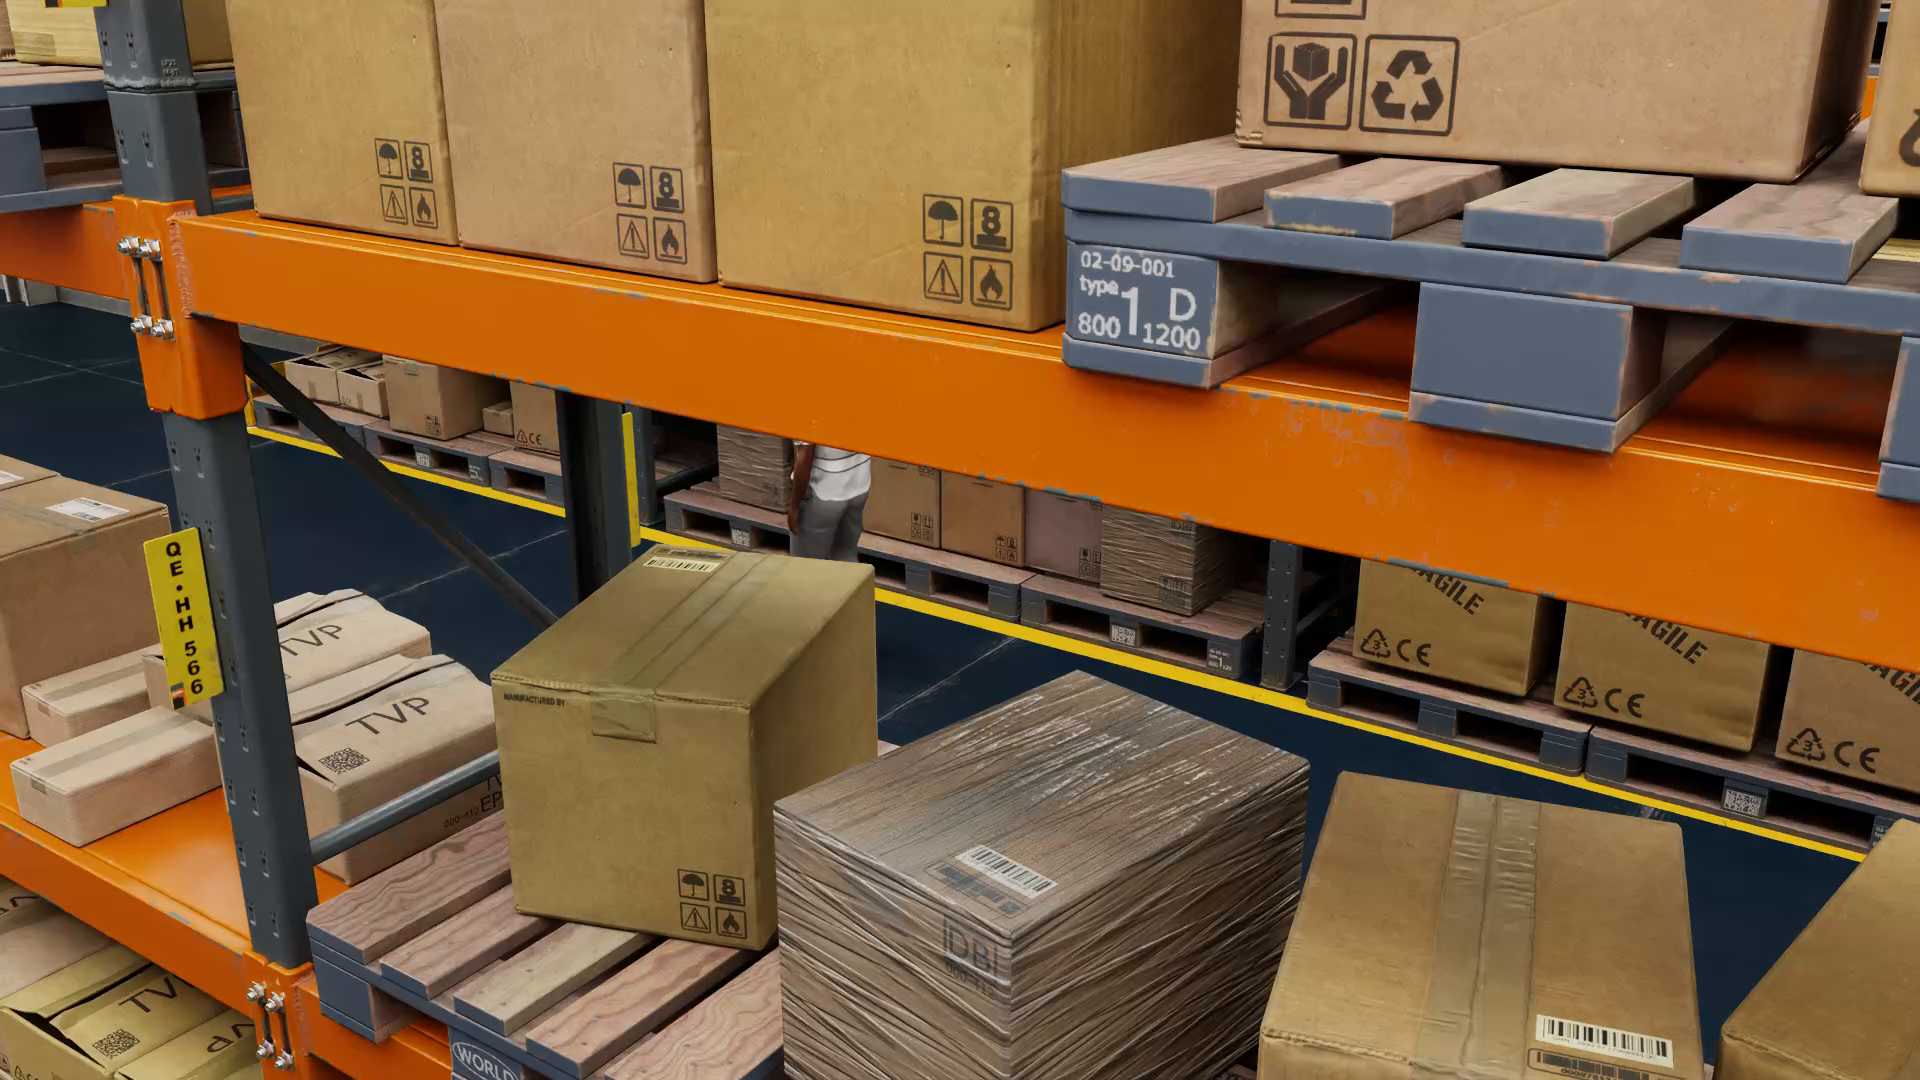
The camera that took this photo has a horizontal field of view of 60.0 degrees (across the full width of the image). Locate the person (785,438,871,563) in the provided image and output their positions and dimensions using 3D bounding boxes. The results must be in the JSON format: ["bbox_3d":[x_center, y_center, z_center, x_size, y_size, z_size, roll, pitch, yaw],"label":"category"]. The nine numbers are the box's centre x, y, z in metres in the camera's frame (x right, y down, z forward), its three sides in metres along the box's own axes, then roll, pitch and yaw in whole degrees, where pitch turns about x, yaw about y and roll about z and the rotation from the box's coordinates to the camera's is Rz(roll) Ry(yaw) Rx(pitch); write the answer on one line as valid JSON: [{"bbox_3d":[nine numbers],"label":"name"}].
[{"bbox_3d":[-0.635,-0.220,7.682,0.427,1.658,0.526,11,23,29],"label":"person"}]
